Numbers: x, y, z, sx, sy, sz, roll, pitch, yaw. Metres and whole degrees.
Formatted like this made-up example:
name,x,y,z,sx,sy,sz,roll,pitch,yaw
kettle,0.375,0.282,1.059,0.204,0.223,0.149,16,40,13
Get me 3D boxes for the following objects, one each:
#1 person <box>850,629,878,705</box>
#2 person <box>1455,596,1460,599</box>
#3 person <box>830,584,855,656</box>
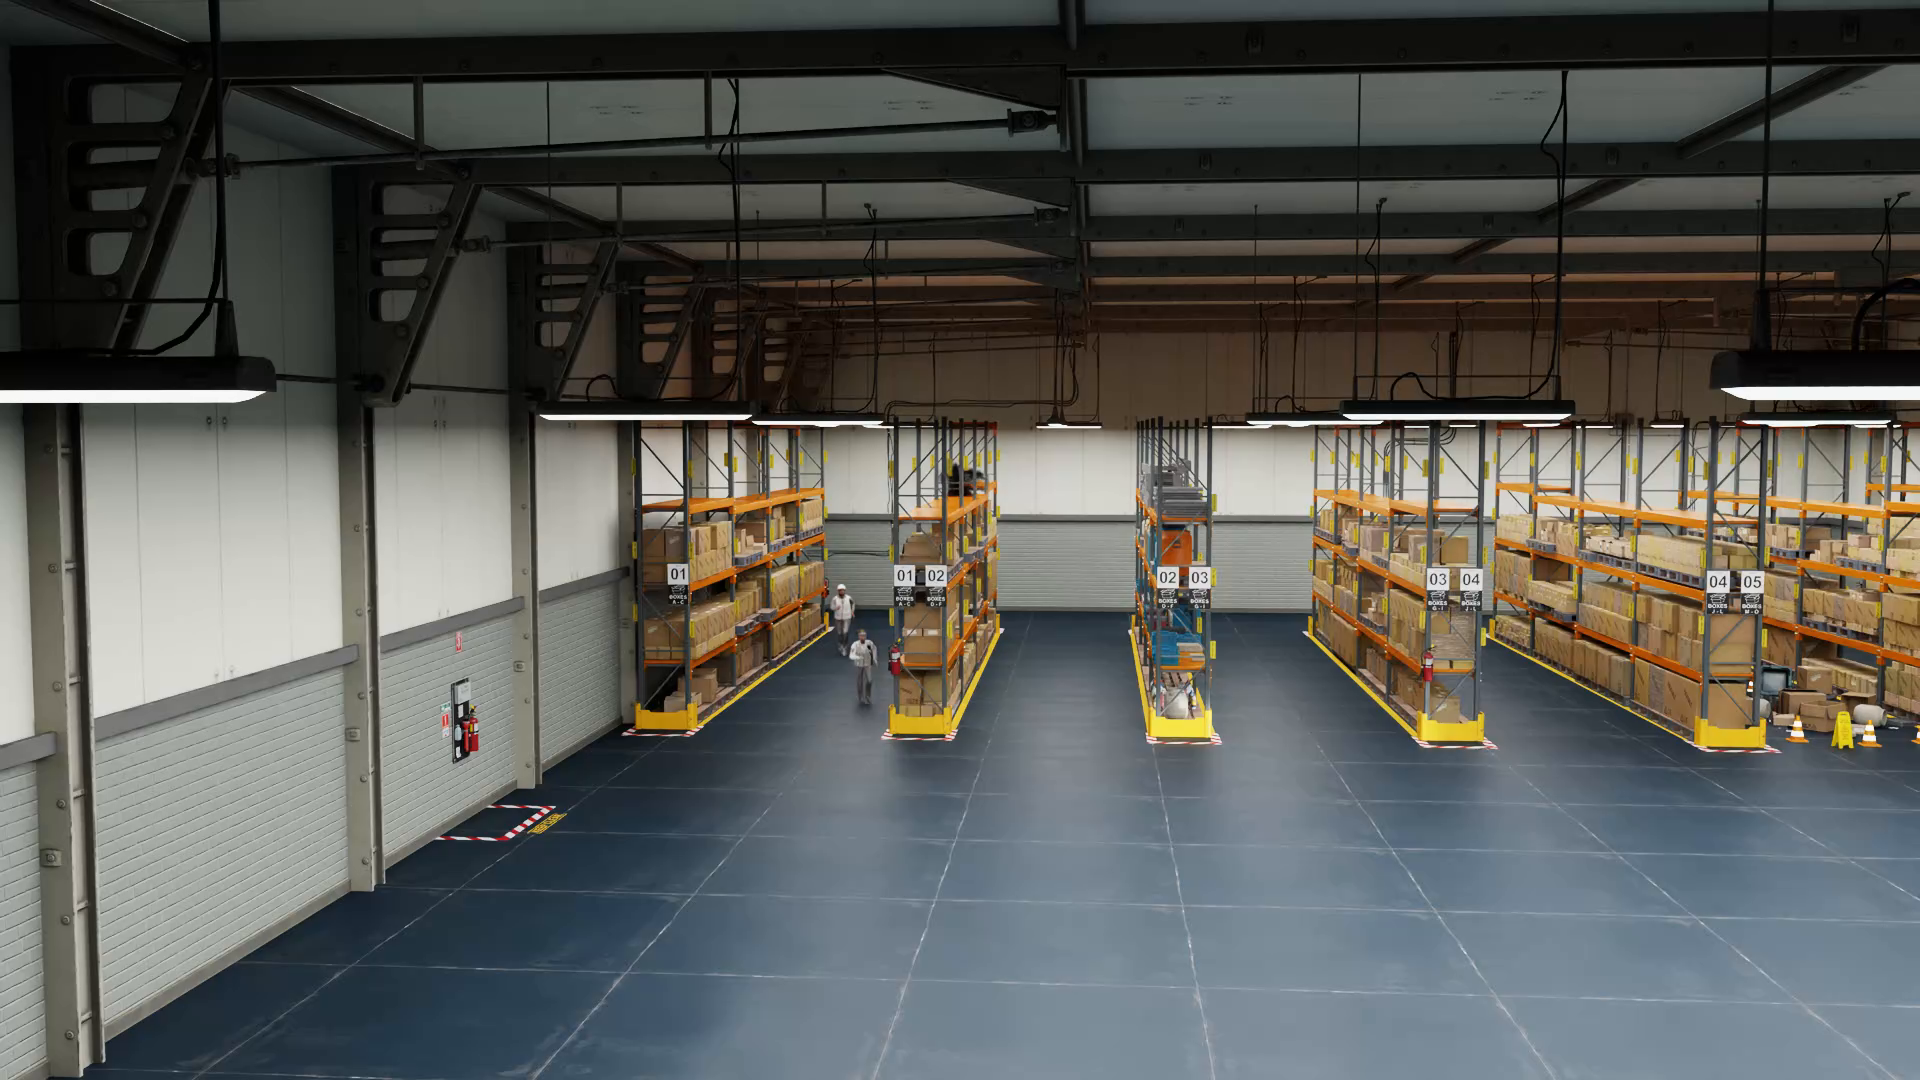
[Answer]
name,x,y,z,sx,sy,sz,roll,pitch,yaw
person,-2.016,2.645,34.809,0.600,1.614,0.918,0,4,-7
person,13.567,1.898,45.850,0.538,1.683,0.676,1,4,15
person,-3.028,2.041,42.721,0.610,1.827,0.867,0,4,2
